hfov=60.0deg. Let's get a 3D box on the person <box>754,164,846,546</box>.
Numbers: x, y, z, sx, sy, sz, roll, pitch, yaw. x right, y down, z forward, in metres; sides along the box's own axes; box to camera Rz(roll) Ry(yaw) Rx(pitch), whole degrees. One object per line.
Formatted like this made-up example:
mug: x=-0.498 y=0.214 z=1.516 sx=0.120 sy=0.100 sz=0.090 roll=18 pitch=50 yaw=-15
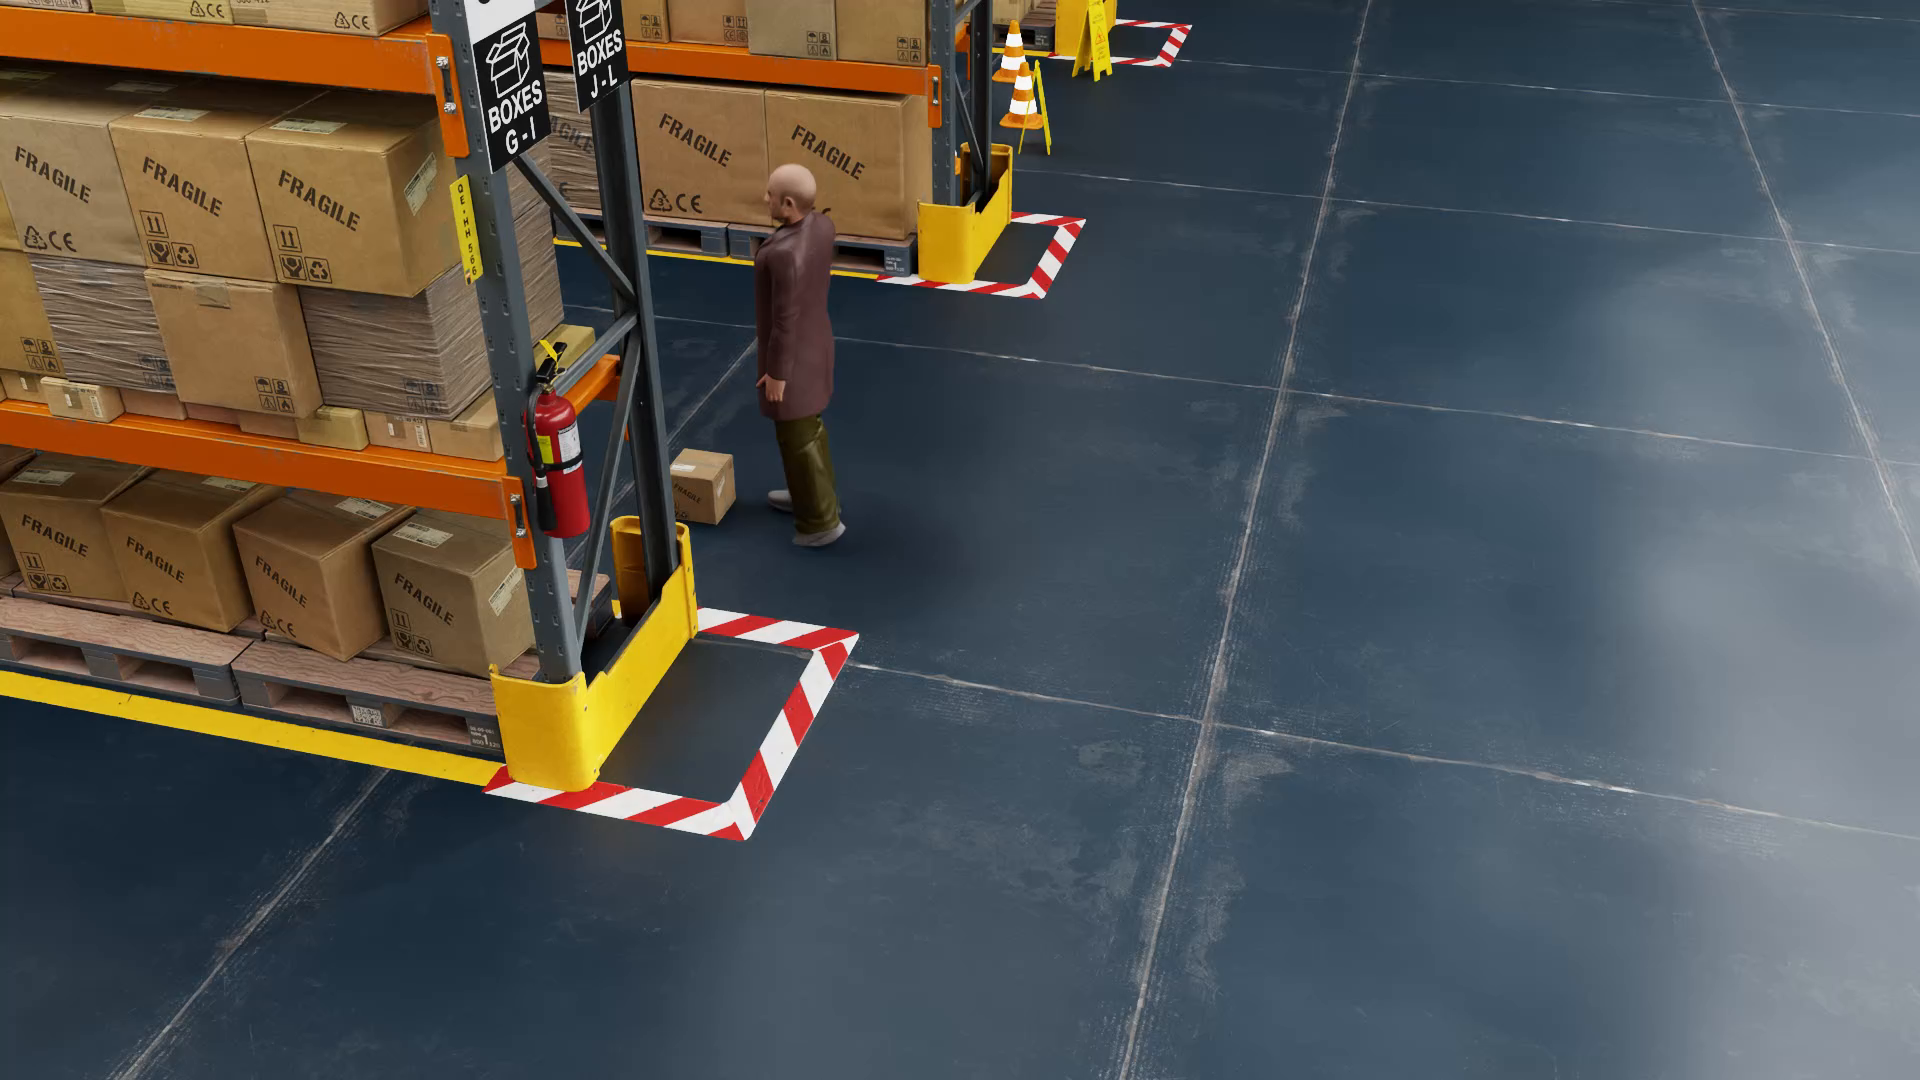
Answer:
person: x=-0.735 y=-0.793 z=7.479 sx=0.479 sy=1.862 sz=0.574 roll=8 pitch=33 yaw=13
